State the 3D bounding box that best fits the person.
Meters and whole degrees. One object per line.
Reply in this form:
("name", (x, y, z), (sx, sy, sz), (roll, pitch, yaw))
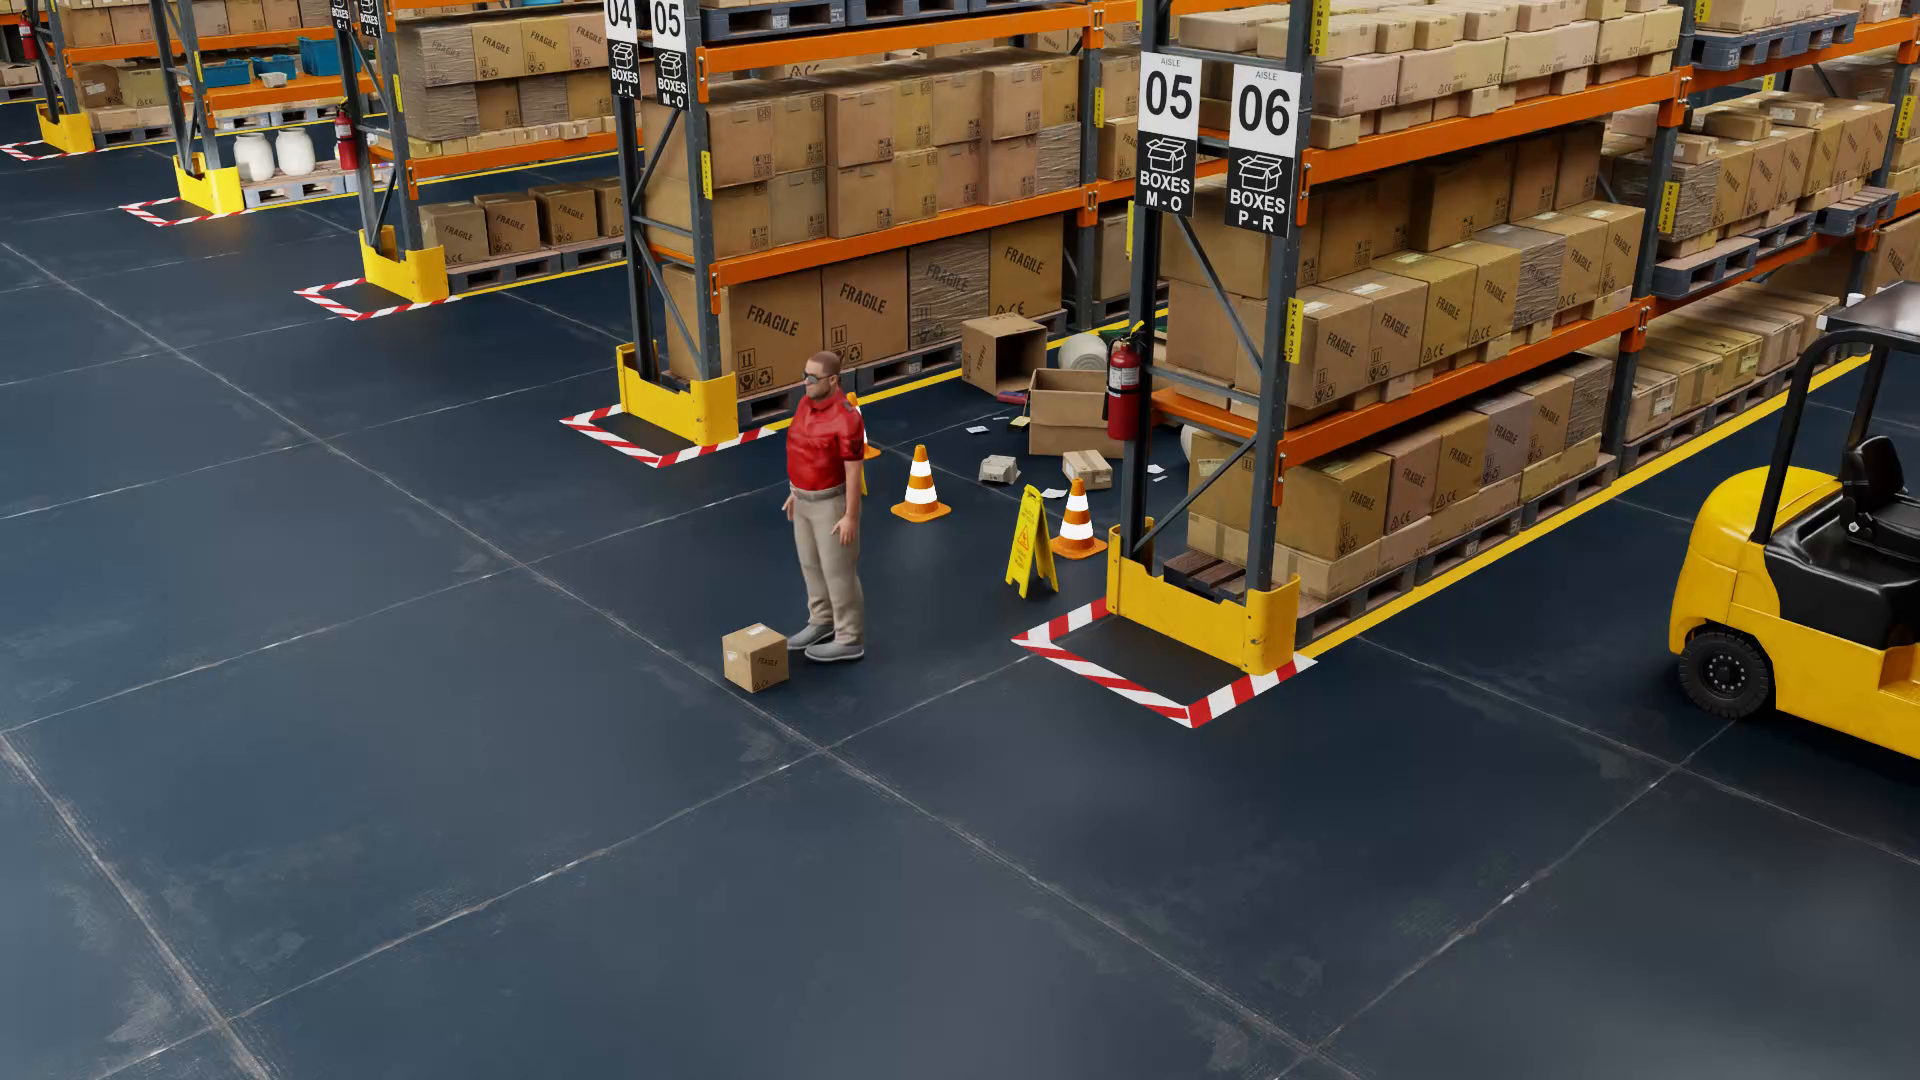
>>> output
("person", (-0.749, -0.181, 9.006), (0.376, 1.734, 0.547), (-17, 29, -33))
